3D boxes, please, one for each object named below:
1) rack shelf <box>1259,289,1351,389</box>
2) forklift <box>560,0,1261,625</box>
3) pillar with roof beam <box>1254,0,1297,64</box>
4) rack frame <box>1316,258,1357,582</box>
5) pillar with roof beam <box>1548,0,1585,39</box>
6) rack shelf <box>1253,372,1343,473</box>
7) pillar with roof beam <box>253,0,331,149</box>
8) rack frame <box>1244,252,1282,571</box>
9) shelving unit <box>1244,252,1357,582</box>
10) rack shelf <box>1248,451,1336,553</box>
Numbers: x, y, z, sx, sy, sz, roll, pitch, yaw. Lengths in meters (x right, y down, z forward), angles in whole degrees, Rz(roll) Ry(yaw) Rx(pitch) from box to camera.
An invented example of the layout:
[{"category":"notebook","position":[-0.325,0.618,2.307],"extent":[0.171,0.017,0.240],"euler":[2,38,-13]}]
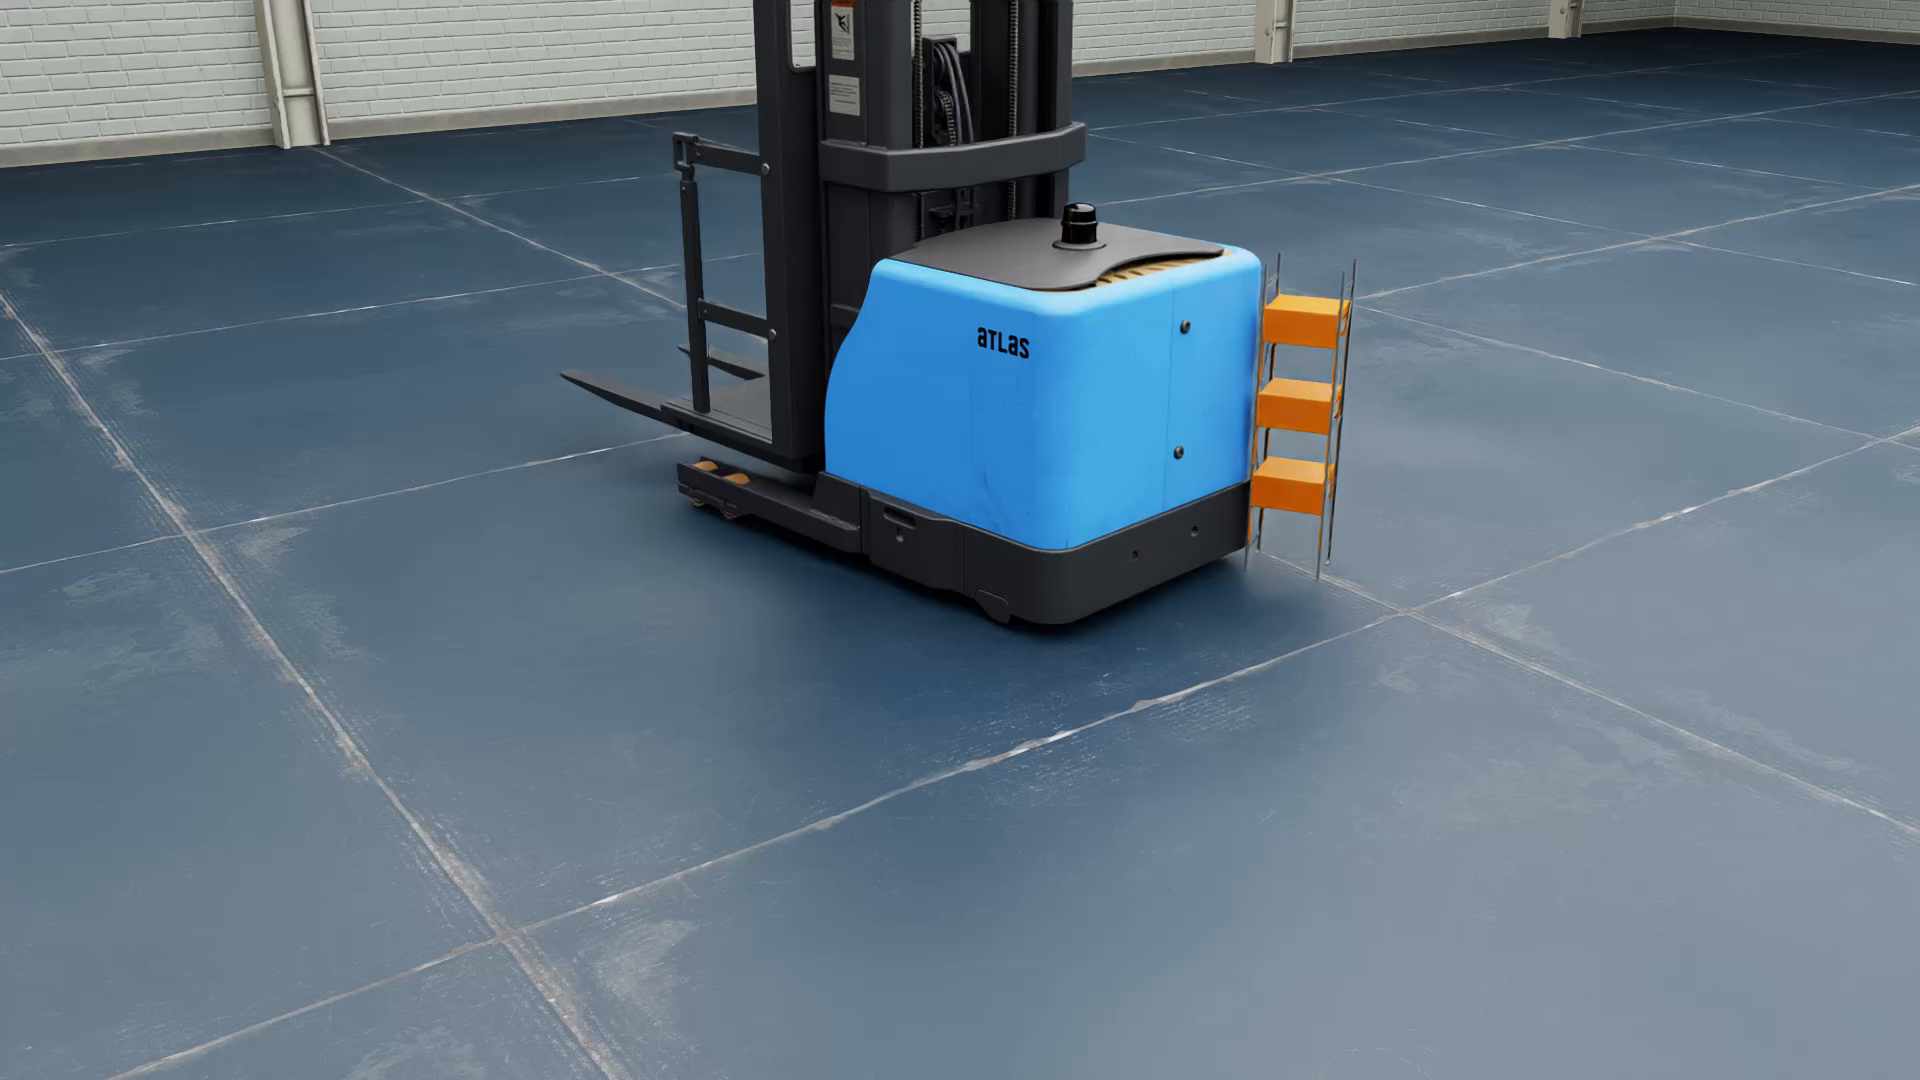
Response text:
[{"category":"rack shelf","position":[1.117,-0.652,5.378],"extent":[0.240,0.259,0.215],"euler":[9,23,21]},{"category":"forklift","position":[-0.408,-1.556,5.841],"extent":[1.130,2.935,3.031],"euler":[-20,29,-41]},{"category":"pillar with roof beam","position":[6.483,-8.954,16.195],"extent":[0.400,9.000,9.100],"euler":[-15,26,-33]},{"category":"rack frame","position":[1.229,-0.381,5.435],"extent":[0.008,1.050,0.200],"euler":[9,23,21]},{"category":"pillar with roof beam","position":[11.354,-10.253,19.449],"extent":[0.400,9.000,9.100],"euler":[-15,26,-33]},{"category":"rack shelf","position":[1.117,-0.389,5.483],"extent":[0.240,0.259,0.215],"euler":[9,23,21]},{"category":"pillar with roof beam","position":[-3.257,-6.357,9.686],"extent":[0.400,9.000,9.100],"euler":[-15,26,-33]},{"category":"rack frame","position":[1.005,-0.416,5.524],"extent":[0.008,1.050,0.200],"euler":[9,23,21]},{"category":"shelving unit","position":[1.117,-0.399,5.479],"extent":[0.252,1.050,0.215],"euler":[9,23,21]},{"category":"rack shelf","position":[1.117,-0.131,5.586],"extent":[0.240,0.259,0.215],"euler":[9,23,21]}]
